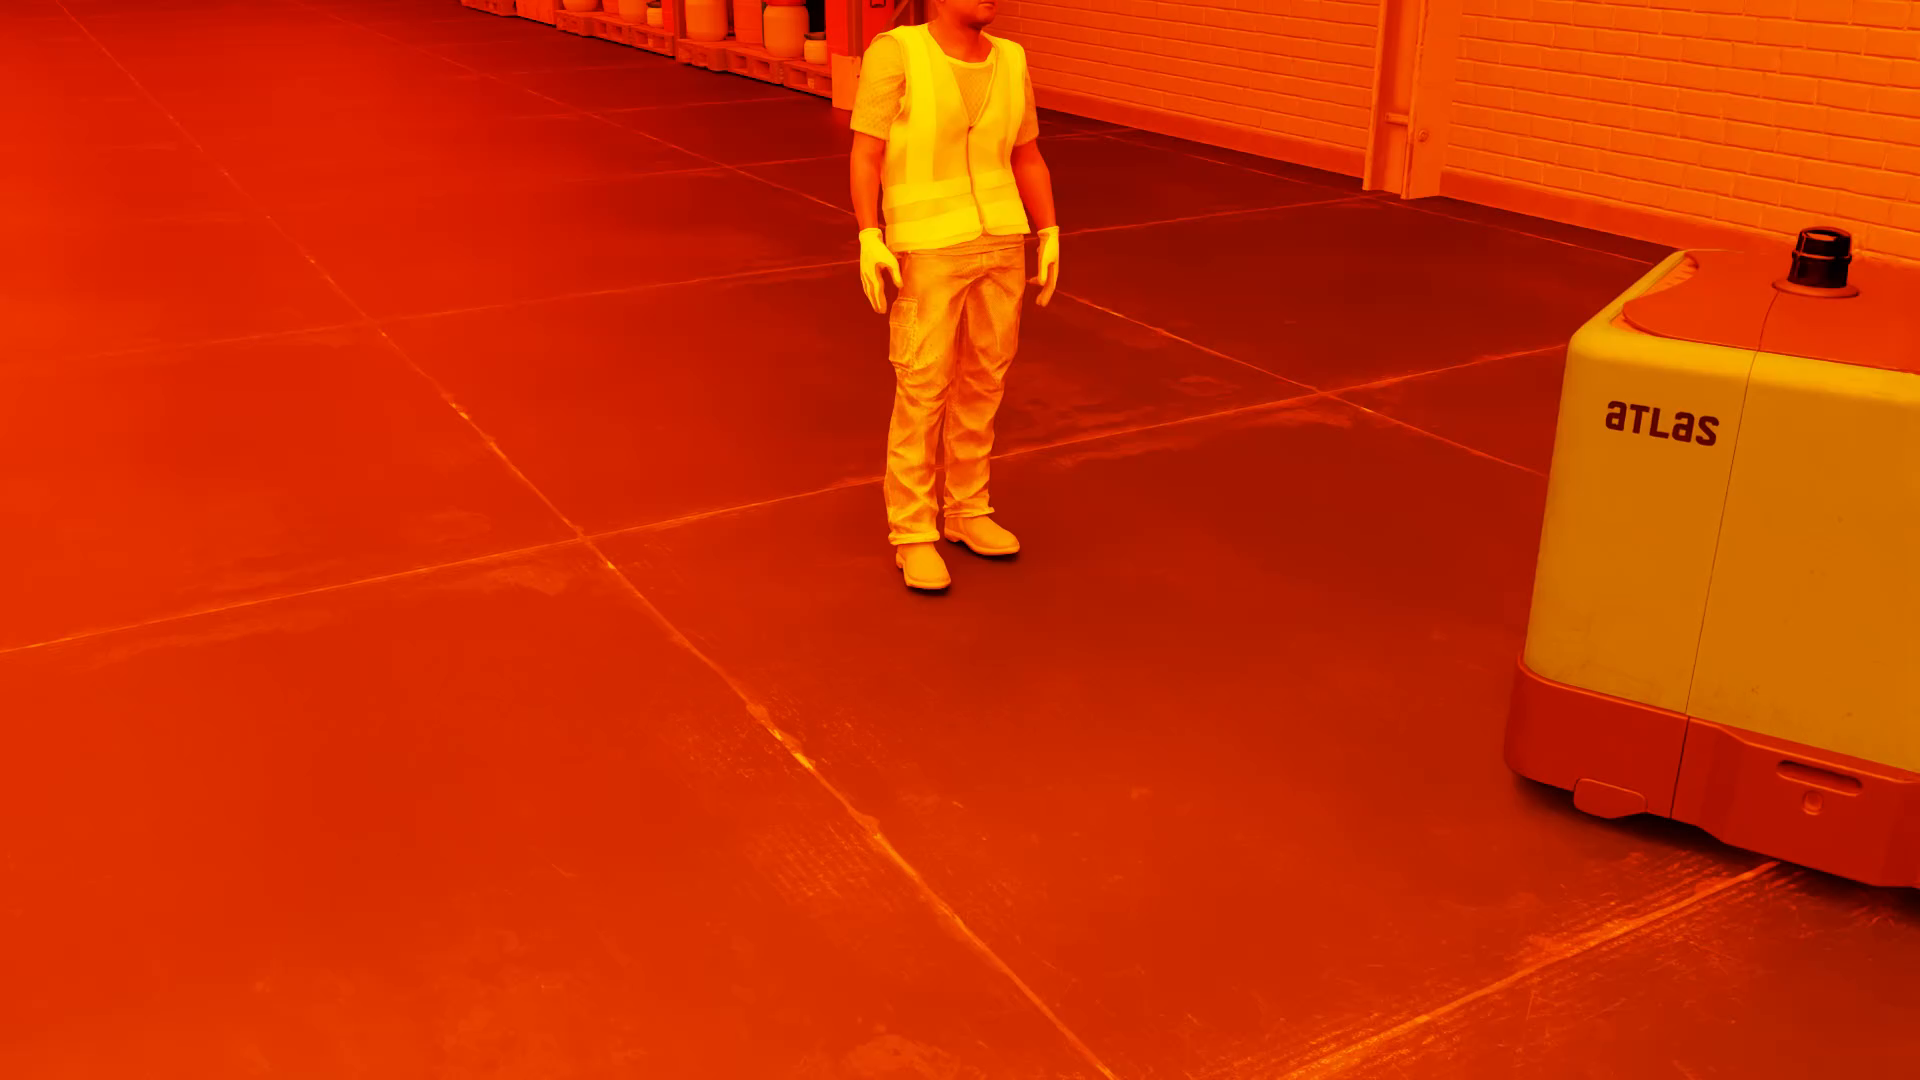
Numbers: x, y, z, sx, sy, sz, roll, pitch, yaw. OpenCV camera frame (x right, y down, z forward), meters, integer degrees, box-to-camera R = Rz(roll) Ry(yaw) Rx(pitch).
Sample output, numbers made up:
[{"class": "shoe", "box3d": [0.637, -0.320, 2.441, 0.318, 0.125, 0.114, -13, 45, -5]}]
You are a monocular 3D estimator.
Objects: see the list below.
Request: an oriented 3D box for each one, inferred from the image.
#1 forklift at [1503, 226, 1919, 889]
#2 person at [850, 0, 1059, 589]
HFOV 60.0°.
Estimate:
[{"class": "forklift", "box3d": [2.733, -0.626, 2.799, 3.031, 2.935, 1.130, 14, 26, 31]}, {"class": "person", "box3d": [0.028, -0.807, 4.732, 0.656, 1.782, 0.577, -12, 25, -28]}]
